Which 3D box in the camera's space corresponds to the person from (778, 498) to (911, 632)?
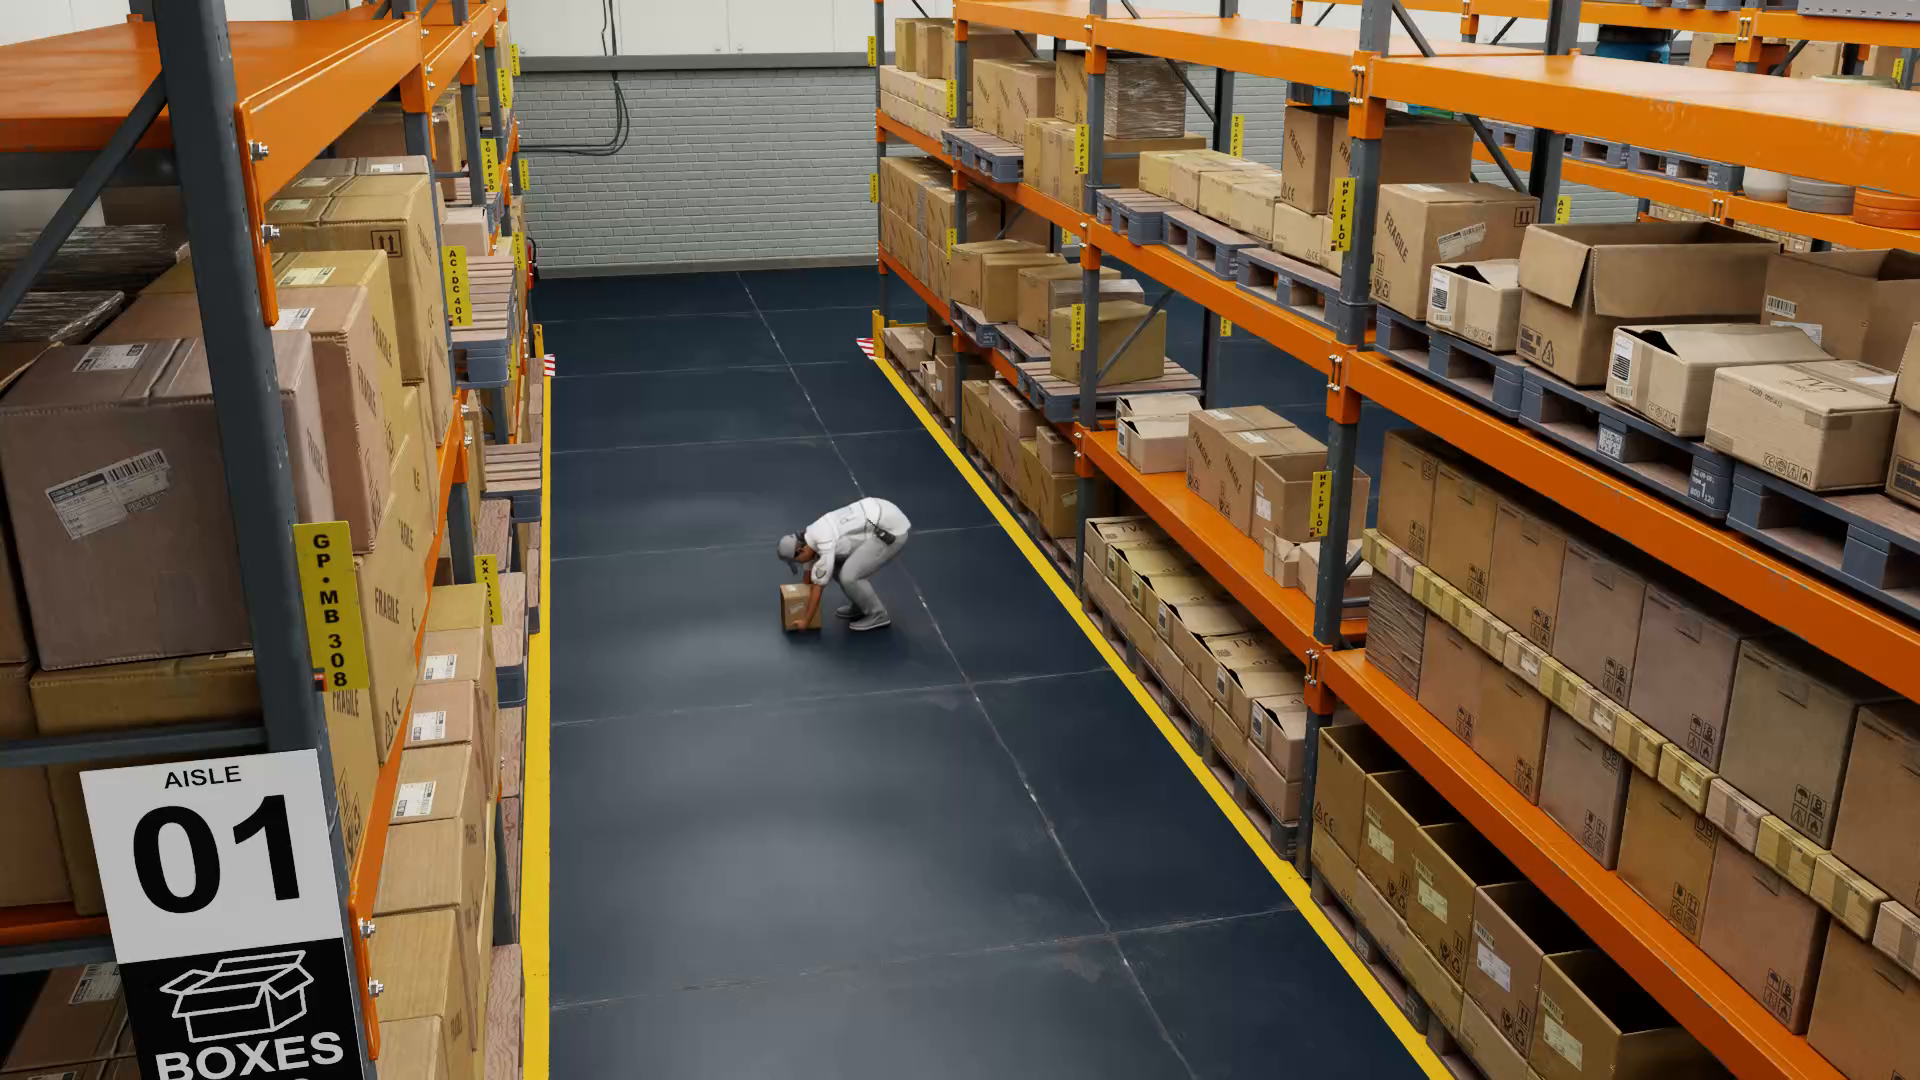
[{"bbox_3d":[-0.816,0.176,11.735,0.936,0.885,0.513,-6,20,-15],"label":"person"}]
